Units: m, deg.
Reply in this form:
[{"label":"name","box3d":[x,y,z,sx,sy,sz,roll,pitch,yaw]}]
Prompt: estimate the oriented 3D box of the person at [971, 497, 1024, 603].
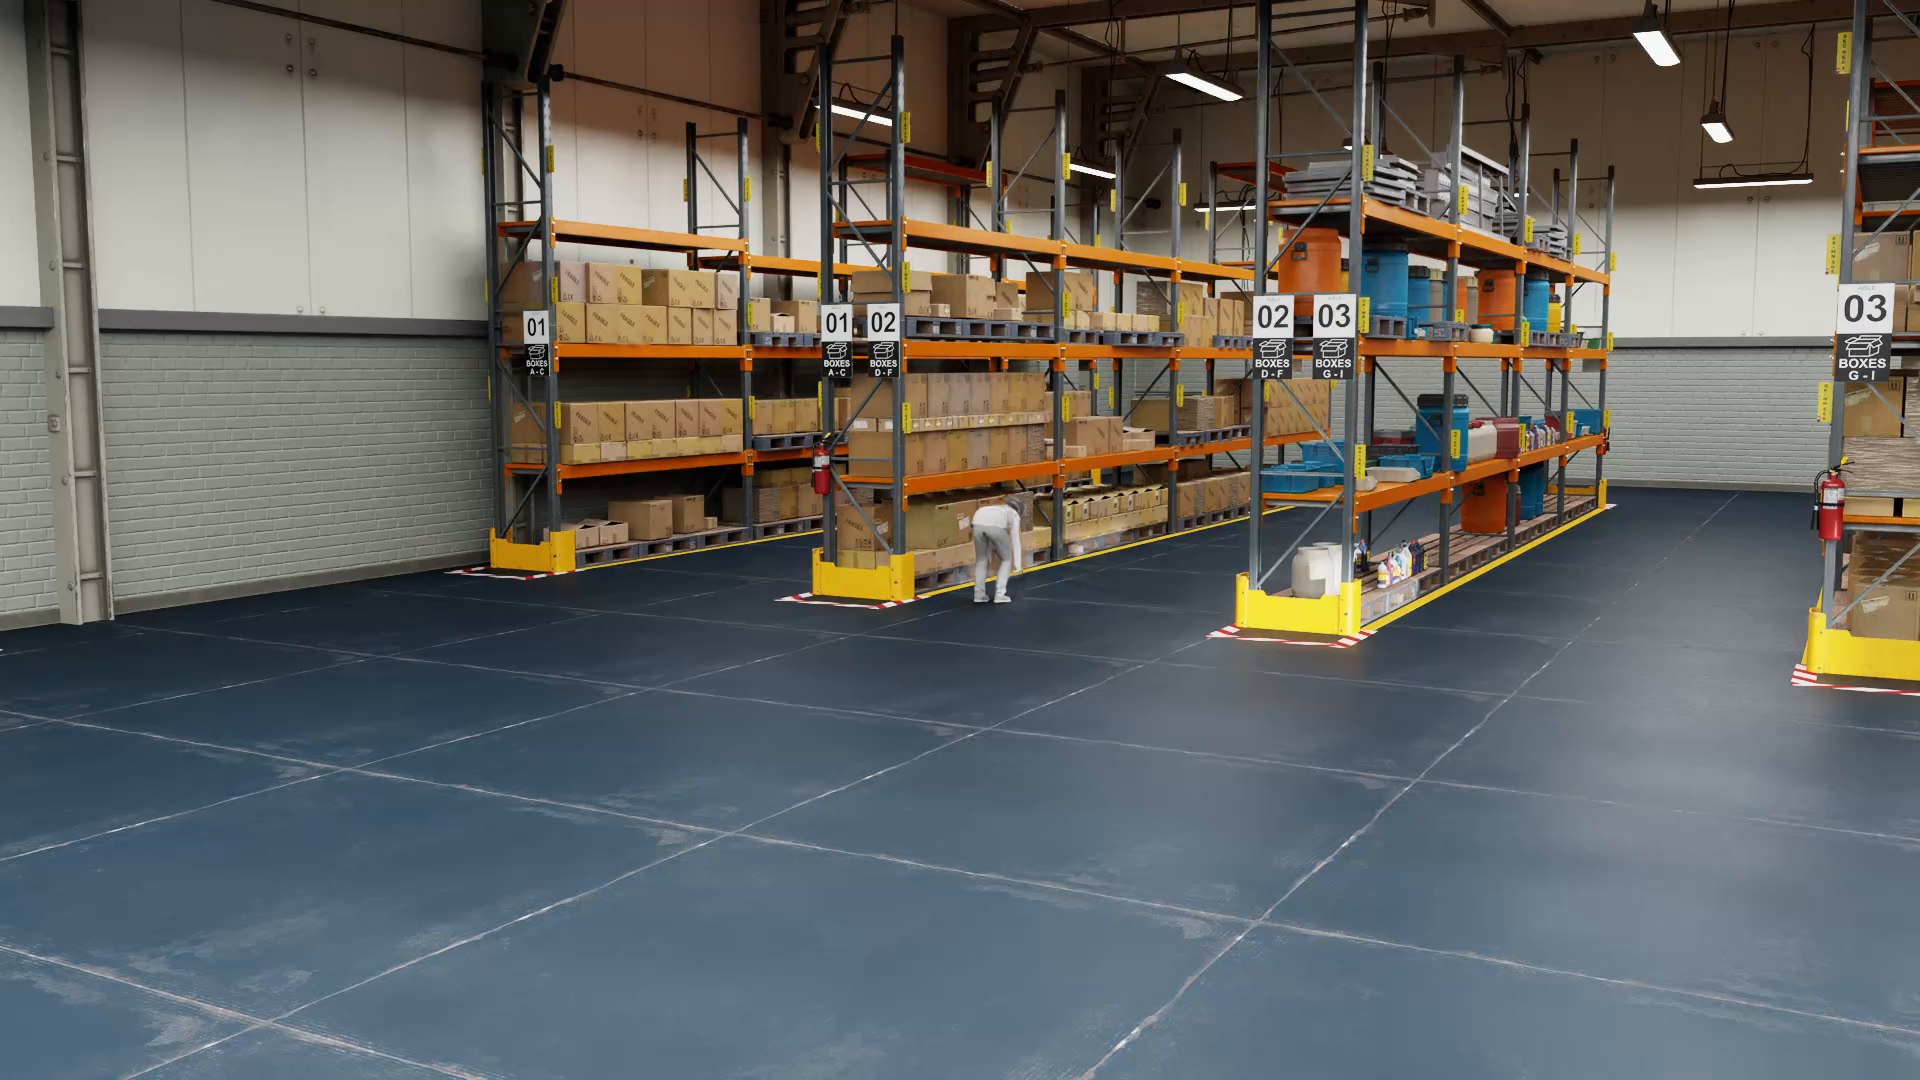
[{"label":"person","box3d":[0.429,0.105,18.030,0.408,1.108,0.926,3,7,24]}]
